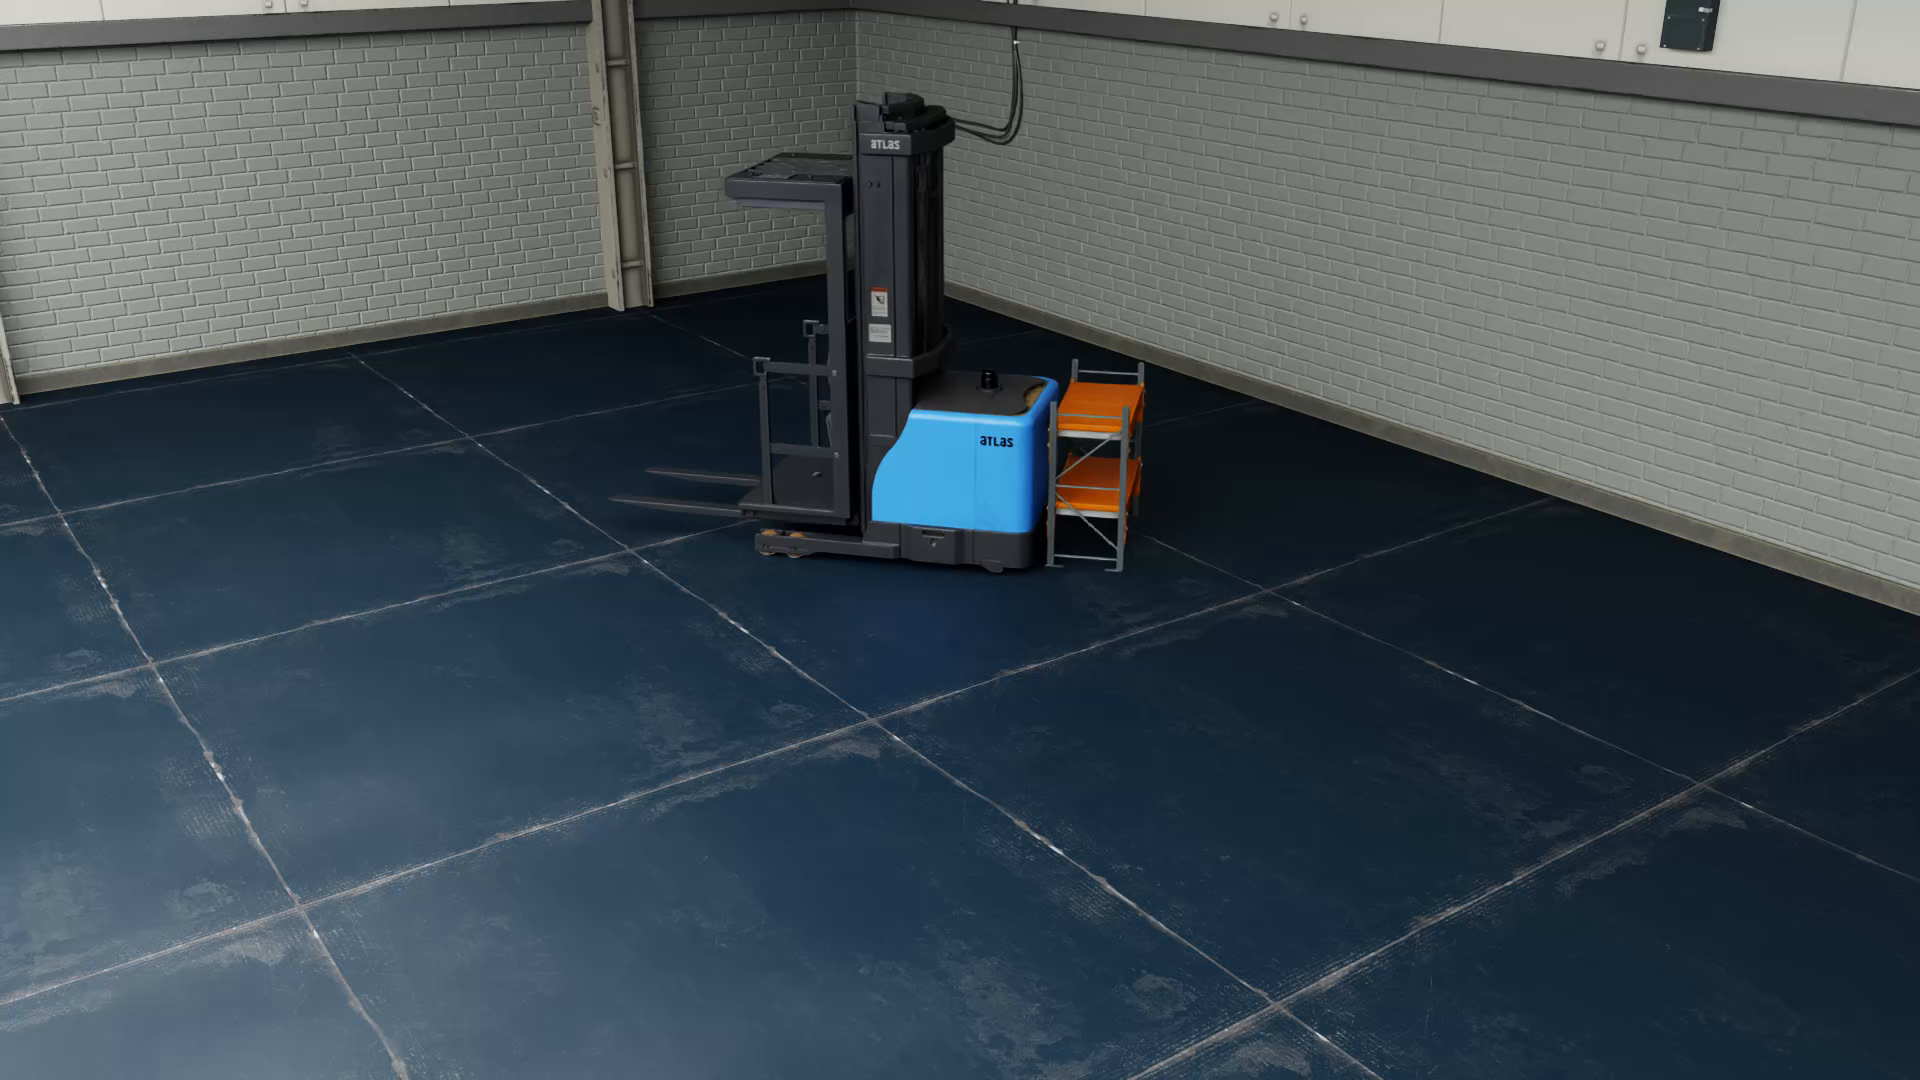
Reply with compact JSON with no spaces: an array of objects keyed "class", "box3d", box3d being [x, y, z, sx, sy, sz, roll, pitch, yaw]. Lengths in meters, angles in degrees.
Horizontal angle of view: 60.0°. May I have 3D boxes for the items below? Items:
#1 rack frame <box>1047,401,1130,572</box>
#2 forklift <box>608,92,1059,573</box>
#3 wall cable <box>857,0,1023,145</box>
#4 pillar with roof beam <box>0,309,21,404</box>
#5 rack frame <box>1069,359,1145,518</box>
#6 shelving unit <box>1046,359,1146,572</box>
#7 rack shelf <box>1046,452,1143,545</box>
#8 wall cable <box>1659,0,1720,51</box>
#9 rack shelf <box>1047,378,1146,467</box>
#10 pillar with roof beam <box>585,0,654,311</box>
[{"class":"rack frame","box3d":[0.822,-0.335,10.719,0.500,1.125,0.032,4,22,10]},{"class":"forklift","box3d":[-0.891,-1.424,11.009,3.031,2.935,1.130,5,22,13]},{"class":"wall cable","box3d":[-0.323,-5.459,17.124,0.112,2.526,3.097,-15,26,-33]},{"class":"pillar with roof beam","box3d":[-5.843,-4.067,9.447,0.400,9.000,9.100,-15,26,-33]},{"class":"rack frame","box3d":[1.019,-0.705,11.645,0.500,1.125,0.032,4,22,10]},{"class":"shelving unit","box3d":[0.921,-0.520,11.182,0.538,1.125,1.048,4,22,10]},{"class":"rack shelf","box3d":[0.921,-0.293,11.273,0.538,0.278,1.000,4,22,10]},{"class":"wall cable","box3d":[5.209,-5.621,8.752,0.169,6.003,2.305,-15,26,-33]},{"class":"rack shelf","box3d":[0.921,-0.792,11.074,0.538,0.278,1.000,4,22,10]},{"class":"pillar with roof beam","box3d":[-0.972,-5.366,12.702,0.400,9.000,9.100,-15,26,-33]}]
